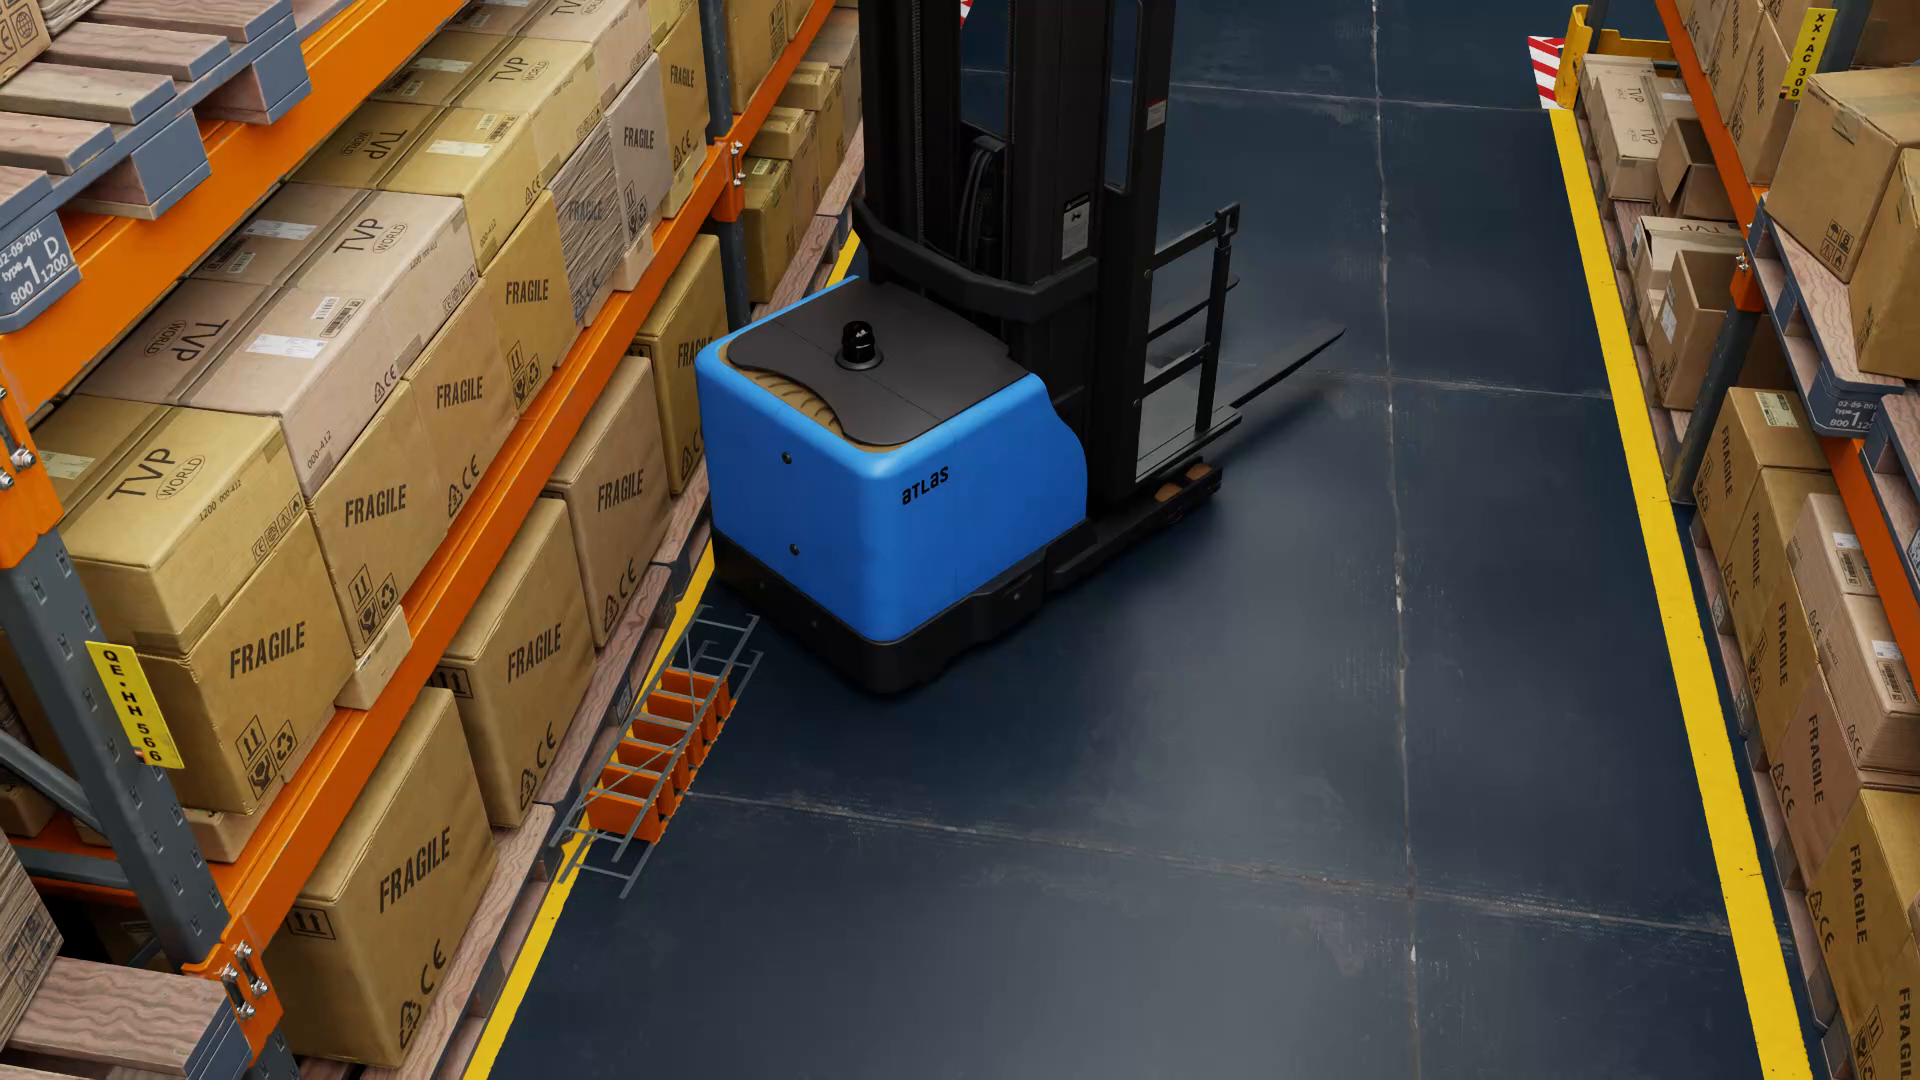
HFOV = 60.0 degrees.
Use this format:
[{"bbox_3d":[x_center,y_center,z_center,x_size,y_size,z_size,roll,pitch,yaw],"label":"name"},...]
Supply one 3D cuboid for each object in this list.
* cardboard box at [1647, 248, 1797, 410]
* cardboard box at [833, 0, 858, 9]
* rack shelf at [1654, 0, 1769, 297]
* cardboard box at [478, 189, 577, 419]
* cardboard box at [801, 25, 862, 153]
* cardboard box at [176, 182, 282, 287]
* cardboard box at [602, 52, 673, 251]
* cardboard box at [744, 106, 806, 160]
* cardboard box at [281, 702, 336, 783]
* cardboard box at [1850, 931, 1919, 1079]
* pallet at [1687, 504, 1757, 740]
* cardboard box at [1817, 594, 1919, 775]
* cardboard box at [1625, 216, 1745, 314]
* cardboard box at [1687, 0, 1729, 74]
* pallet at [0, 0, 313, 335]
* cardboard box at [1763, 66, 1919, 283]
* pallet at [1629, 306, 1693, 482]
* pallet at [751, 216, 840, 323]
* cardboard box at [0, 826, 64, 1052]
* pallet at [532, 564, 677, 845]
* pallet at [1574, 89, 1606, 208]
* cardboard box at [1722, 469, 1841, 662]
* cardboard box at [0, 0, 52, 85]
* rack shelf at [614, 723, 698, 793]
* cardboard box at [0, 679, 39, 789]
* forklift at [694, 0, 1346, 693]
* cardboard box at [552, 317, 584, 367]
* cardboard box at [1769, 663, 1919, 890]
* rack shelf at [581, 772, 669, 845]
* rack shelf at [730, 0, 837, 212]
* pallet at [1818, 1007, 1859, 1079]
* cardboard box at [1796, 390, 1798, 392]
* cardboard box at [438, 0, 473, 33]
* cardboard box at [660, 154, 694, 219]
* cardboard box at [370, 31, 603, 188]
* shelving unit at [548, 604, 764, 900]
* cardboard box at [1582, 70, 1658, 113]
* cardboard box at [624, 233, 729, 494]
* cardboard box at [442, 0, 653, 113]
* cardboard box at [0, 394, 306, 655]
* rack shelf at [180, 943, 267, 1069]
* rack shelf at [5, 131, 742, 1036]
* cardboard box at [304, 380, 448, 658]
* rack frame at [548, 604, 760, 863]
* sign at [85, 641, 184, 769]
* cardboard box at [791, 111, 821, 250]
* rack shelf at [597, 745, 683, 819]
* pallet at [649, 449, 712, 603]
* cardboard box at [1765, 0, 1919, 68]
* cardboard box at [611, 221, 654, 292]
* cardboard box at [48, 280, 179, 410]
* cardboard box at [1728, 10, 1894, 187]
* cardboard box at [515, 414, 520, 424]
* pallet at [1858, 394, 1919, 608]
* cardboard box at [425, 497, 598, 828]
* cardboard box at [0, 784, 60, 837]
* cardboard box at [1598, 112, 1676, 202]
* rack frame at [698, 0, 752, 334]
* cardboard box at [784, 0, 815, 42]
[{"bbox_3d":[3.284,-0.882,7.079,0.500,0.500,0.500,6,40,8],"label":"cardboard box"},{"bbox_3d":[-0.632,-3.078,9.242,0.380,0.149,0.250,7,40,9],"label":"cardboard box"},{"bbox_3d":[3.811,-2.265,7.700,1.077,0.370,4.000,6,40,8],"label":"rack shelf"},{"bbox_3d":[-1.502,-0.725,4.945,0.500,0.500,0.500,7,40,9],"label":"cardboard box"},{"bbox_3d":[-0.918,-2.460,9.003,0.700,0.500,0.500,5,40,6],"label":"cardboard box"},{"bbox_3d":[-2.099,-0.730,4.363,0.500,0.250,0.500,5,40,7],"label":"cardboard box"},{"bbox_3d":[-1.325,-1.353,5.705,0.500,0.500,0.500,7,40,8],"label":"cardboard box"},{"bbox_3d":[-0.946,-1.932,7.856,0.380,0.149,0.250,8,40,9],"label":"cardboard box"},{"bbox_3d":[-1.770,0.430,4.057,0.380,0.149,0.250,7,40,8],"label":"cardboard box"},{"bbox_3d":[2.703,1.404,4.314,0.500,0.500,0.500,8,40,9],"label":"cardboard box"},{"bbox_3d":[3.361,0.302,6.219,1.003,0.211,1.213,6,40,8],"label":"pallet"},{"bbox_3d":[2.882,0.437,4.895,0.500,0.250,0.500,6,40,7],"label":"cardboard box"},{"bbox_3d":[3.414,-1.280,7.709,0.500,0.311,0.500,6,40,8],"label":"cardboard box"},{"bbox_3d":[3.473,-2.314,7.116,0.500,0.500,0.500,7,40,9],"label":"cardboard box"},{"bbox_3d":[-2.048,-0.814,3.174,1.213,0.211,1.003,8,40,10],"label":"pallet"},{"bbox_3d":[3.162,-1.215,5.457,0.700,0.500,0.500,-6,40,-7],"label":"cardboard box"},{"bbox_3d":[3.584,-0.643,7.362,1.003,0.211,1.213,6,40,8],"label":"pallet"},{"bbox_3d":[-1.206,-1.225,8.066,1.003,0.211,1.213,6,40,8],"label":"pallet"},{"bbox_3d":[-2.179,0.768,3.044,0.700,0.500,0.500,2,40,2],"label":"cardboard box"},{"bbox_3d":[-1.683,0.504,5.974,1.003,0.211,1.213,6,40,8],"label":"pallet"},{"bbox_3d":[4.007,-2.174,9.214,1.003,0.211,1.213,6,40,8],"label":"pallet"},{"bbox_3d":[3.060,0.120,5.868,0.500,0.500,0.500,7,40,8],"label":"cardboard box"},{"bbox_3d":[-2.081,-0.990,2.815,0.700,0.500,0.500,3,40,4],"label":"cardboard box"},{"bbox_3d":[-1.043,0.743,5.699,0.258,0.180,0.103,11,41,13],"label":"rack shelf"},{"bbox_3d":[-2.285,0.193,3.835,0.500,0.500,0.500,7,40,8],"label":"cardboard box"},{"bbox_3d":[0.447,-1.408,6.153,3.031,2.935,1.130,-32,49,-33],"label":"forklift"},{"bbox_3d":[-1.458,-0.706,5.431,0.380,0.149,0.250,5,40,6],"label":"cardboard box"},{"bbox_3d":[2.878,0.750,5.106,0.500,0.500,0.500,5,40,6],"label":"cardboard box"},{"bbox_3d":[-1.111,0.890,5.522,0.258,0.180,0.103,11,41,13],"label":"rack shelf"},{"bbox_3d":[-1.069,-2.809,8.358,1.077,0.370,4.000,6,40,8],"label":"rack shelf"},{"bbox_3d":[2.939,1.834,4.366,1.003,0.211,1.213,6,40,8],"label":"pallet"},{"bbox_3d":[3.750,-0.660,6.959,0.500,0.311,0.500,6,40,8],"label":"cardboard box"},{"bbox_3d":[-1.835,-1.692,5.526,0.500,0.250,0.500,7,40,8],"label":"cardboard box"},{"bbox_3d":[-1.215,-1.337,6.195,0.380,0.149,0.250,7,40,8],"label":"cardboard box"},{"bbox_3d":[-1.430,-1.319,5.076,0.500,0.250,0.500,7,40,9],"label":"cardboard box"},{"bbox_3d":[-1.021,0.697,5.755,0.258,0.189,1.200,11,41,13],"label":"shelving unit"},{"bbox_3d":[3.703,-2.493,9.290,0.380,0.166,0.250,6,40,8],"label":"cardboard box"},{"bbox_3d":[-1.399,-0.742,6.651,0.750,0.750,0.750,7,40,8],"label":"cardboard box"},{"bbox_3d":[-1.342,-1.640,5.463,0.500,0.250,0.500,7,40,9],"label":"cardboard box"},{"bbox_3d":[-1.770,-0.045,3.534,0.500,0.250,0.500,7,40,9],"label":"cardboard box"},{"bbox_3d":[-2.453,2.212,2.285,1.077,0.370,4.000,6,40,8],"label":"rack shelf"},{"bbox_3d":[-1.761,-0.298,5.321,1.077,0.370,4.000,6,40,8],"label":"rack shelf"},{"bbox_3d":[-1.671,-0.086,4.172,0.500,0.500,0.500,8,40,9],"label":"cardboard box"},{"bbox_3d":[-1.021,0.626,5.697,0.240,0.006,1.200,11,41,13],"label":"rack frame"},{"bbox_3d":[-1.571,0.318,3.165,0.100,0.325,0.005,6,40,8],"label":"sign"},{"bbox_3d":[-1.094,-1.802,8.208,0.700,0.500,0.500,6,40,7],"label":"cardboard box"},{"bbox_3d":[-1.077,0.816,5.611,0.258,0.180,0.103,11,41,13],"label":"rack shelf"},{"bbox_3d":[-1.474,-0.264,6.903,1.003,0.211,1.213,6,40,8],"label":"pallet"},{"bbox_3d":[3.297,-2.057,6.020,0.500,0.500,0.500,7,40,8],"label":"cardboard box"},{"bbox_3d":[-1.292,-1.007,5.796,0.380,0.149,0.250,6,40,8],"label":"cardboard box"},{"bbox_3d":[-2.191,-0.408,3.974,0.500,0.250,0.500,5,40,6],"label":"cardboard box"},{"bbox_3d":[3.298,-1.667,6.334,0.500,0.500,0.500,7,40,8],"label":"cardboard box"},{"bbox_3d":[-1.567,-0.376,5.033,0.380,0.149,0.250,7,40,8],"label":"cardboard box"},{"bbox_3d":[3.104,0.076,4.454,1.003,0.211,1.213,6,40,8],"label":"pallet"},{"bbox_3d":[-1.693,0.350,5.330,0.750,0.750,0.750,6,40,7],"label":"cardboard box"},{"bbox_3d":[-2.303,0.536,3.929,0.380,0.149,0.250,7,40,8],"label":"cardboard box"},{"bbox_3d":[3.610,-1.970,8.591,0.500,0.250,0.500,6,40,8],"label":"cardboard box"},{"bbox_3d":[-1.415,-1.831,6.610,1.000,3.000,0.127,6,40,8],"label":"rack frame"},{"bbox_3d":[-1.173,-2.743,7.478,0.980,0.700,0.700,5,40,7],"label":"cardboard box"}]
